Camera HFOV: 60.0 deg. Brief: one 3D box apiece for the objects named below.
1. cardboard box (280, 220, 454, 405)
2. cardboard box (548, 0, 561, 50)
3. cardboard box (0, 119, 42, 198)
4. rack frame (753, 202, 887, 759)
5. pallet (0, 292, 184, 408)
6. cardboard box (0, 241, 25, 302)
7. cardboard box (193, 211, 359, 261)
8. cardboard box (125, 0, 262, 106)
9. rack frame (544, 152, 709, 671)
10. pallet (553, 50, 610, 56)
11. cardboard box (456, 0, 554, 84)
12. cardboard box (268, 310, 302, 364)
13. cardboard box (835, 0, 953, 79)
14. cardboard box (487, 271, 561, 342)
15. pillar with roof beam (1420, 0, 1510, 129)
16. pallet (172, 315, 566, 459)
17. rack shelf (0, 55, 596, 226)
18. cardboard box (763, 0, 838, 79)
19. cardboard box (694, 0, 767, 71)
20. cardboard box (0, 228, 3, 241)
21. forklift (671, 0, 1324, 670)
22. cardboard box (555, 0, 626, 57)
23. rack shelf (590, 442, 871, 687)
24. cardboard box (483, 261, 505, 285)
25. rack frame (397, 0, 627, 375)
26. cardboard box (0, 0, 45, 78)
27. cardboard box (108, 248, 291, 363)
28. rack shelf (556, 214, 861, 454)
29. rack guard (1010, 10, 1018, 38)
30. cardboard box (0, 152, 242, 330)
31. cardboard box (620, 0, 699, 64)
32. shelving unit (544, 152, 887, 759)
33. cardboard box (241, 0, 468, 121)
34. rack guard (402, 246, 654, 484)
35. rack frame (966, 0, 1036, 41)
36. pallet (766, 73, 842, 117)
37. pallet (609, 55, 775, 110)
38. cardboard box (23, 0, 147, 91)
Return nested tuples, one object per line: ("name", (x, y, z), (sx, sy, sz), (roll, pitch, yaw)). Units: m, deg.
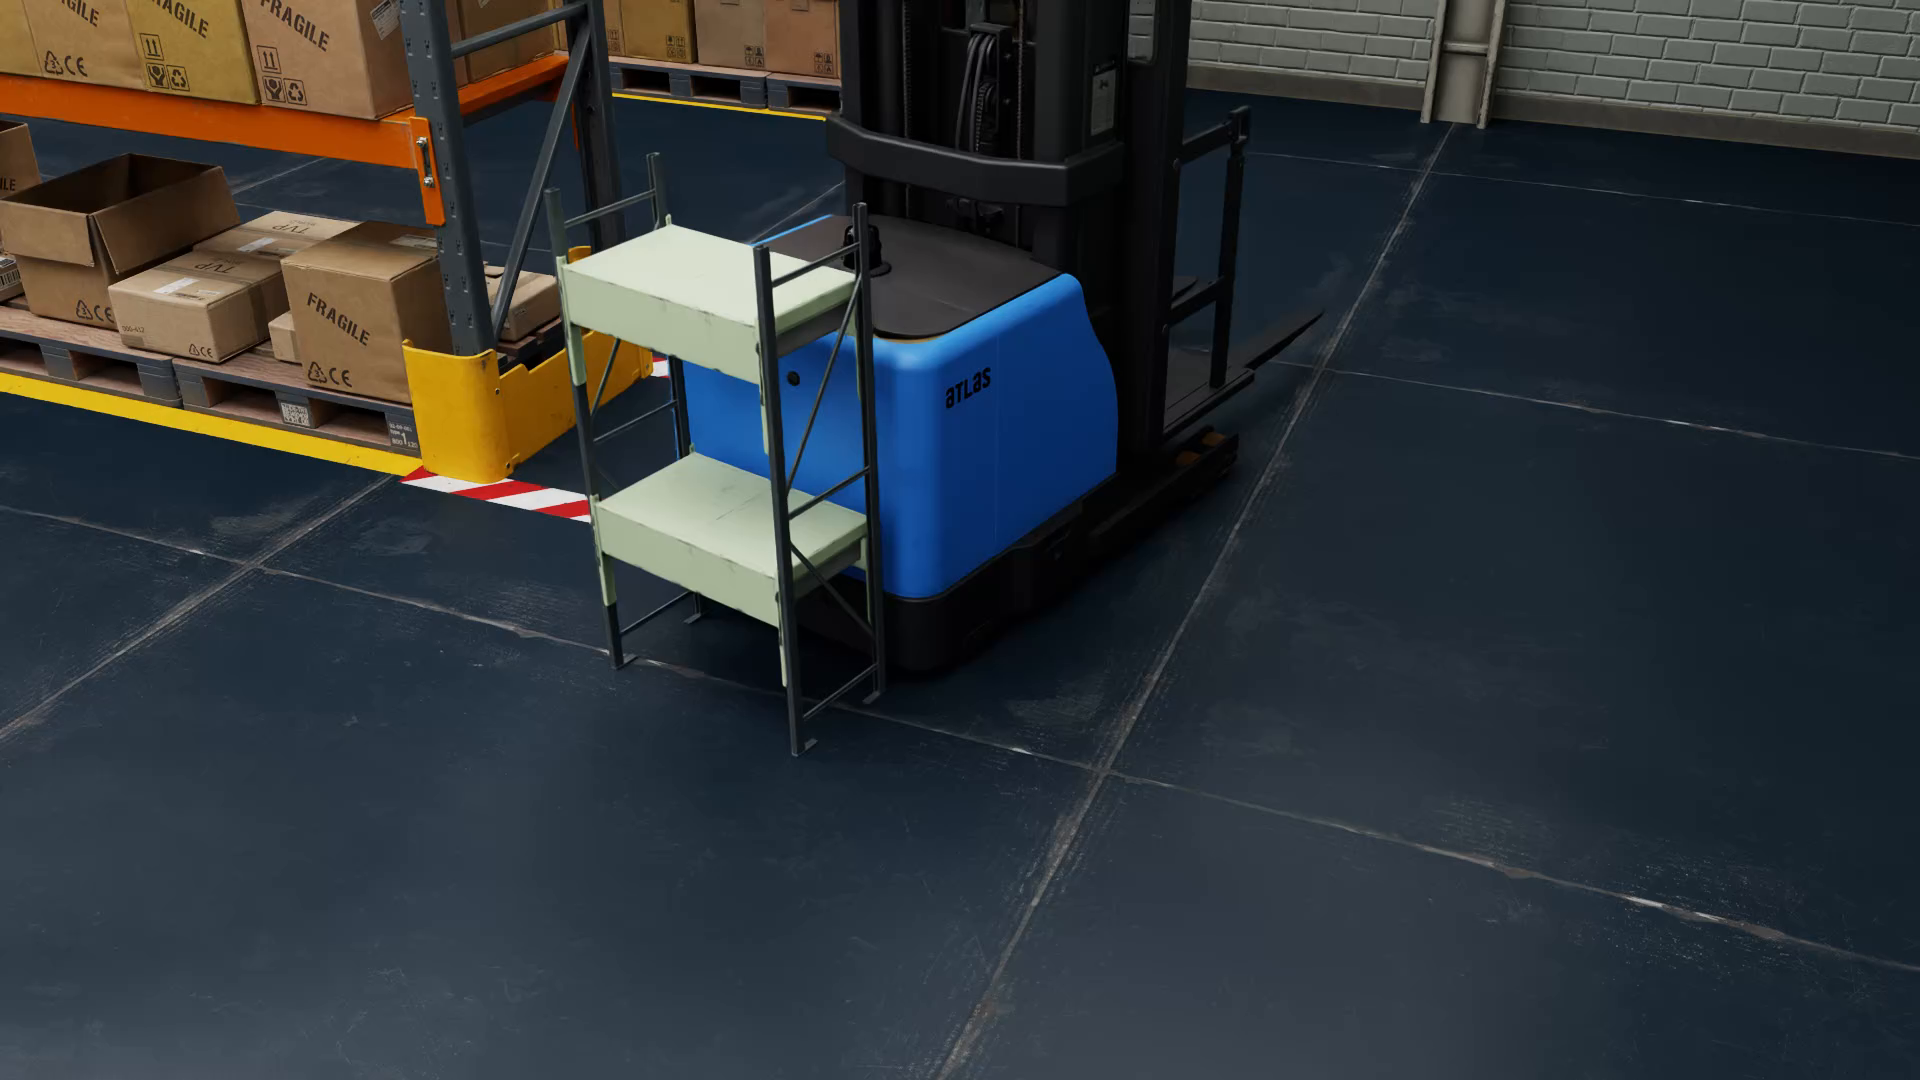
("cardboard box", (-2.176, -0.878, 6.348), (0.500, 0.500, 0.500), (11, 31, 19))
("cardboard box", (-2.773, -3.695, 11.352), (0.500, 0.500, 0.700), (12, 32, 20))
("cardboard box", (-4.652, -1.653, 7.720), (0.500, 0.500, 0.500), (11, 31, 19))
("rack frame", (-0.353, -0.120, 4.429), (0.023, 1.500, 0.400), (20, 36, 31))
("pallet", (-3.516, -0.960, 7.233), (1.213, 0.211, 1.003), (11, 31, 19))
("cardboard box", (-4.174, -1.152, 7.173), (0.250, 0.166, 0.380), (11, 31, 19))
("cardboard box", (-2.904, -1.196, 7.164), (0.500, 0.250, 0.500), (11, 31, 19))
("cardboard box", (-2.579, -1.883, 5.931), (0.500, 0.500, 0.500), (12, 31, 20))
("rack frame", (-0.940, -0.335, 4.810), (0.023, 1.500, 0.400), (20, 36, 31))
("pallet", (-2.752, -3.395, 11.542), (1.213, 0.211, 1.003), (11, 31, 19))
("cardboard box", (-1.892, -2.032, 6.195), (0.500, 0.500, 0.500), (12, 32, 20))
("cardboard box", (-2.518, -0.848, 6.635), (0.250, 0.166, 0.380), (11, 31, 19))
("cardboard box", (-0.407, -3.224, 10.519), (0.500, 0.500, 0.700), (11, 31, 19))
("cardboard box", (-1.839, -0.971, 6.869), (0.250, 0.149, 0.380), (11, 31, 19))
("pillar with roof beam", (1.488, -4.589, 4.724), (0.400, 9.000, 9.100), (11, 31, 19))
("pallet", (-2.390, -0.733, 6.833), (1.213, 0.211, 1.003), (11, 31, 19))
("rack shelf", (-3.433, -1.843, 6.693), (4.000, 0.370, 1.077), (11, 31, 19))
("cardboard box", (-0.871, -3.317, 10.683), (0.500, 0.500, 0.700), (11, 31, 19))
("cardboard box", (-1.337, -3.409, 10.847), (0.500, 0.500, 0.700), (10, 31, 17))
("cardboard box", (-3.957, -1.432, 7.521), (0.500, 0.311, 0.500), (11, 31, 19))
("forklift", (0.375, -1.559, 5.530), (1.130, 2.935, 3.031), (20, 35, 31))
("cardboard box", (-2.309, -3.601, 11.185), (0.500, 0.500, 0.700), (11, 31, 19))
("rack shelf", (-0.643, 0.054, 4.784), (0.720, 0.370, 0.431), (20, 36, 31))
("cardboard box", (-2.070, -1.025, 6.947), (0.250, 0.166, 0.380), (11, 31, 19))
("rack frame", (-1.580, -1.786, 5.862), (0.127, 3.000, 1.000), (11, 31, 19))
("cardboard box", (-3.507, -2.071, 6.264), (0.500, 0.500, 0.500), (11, 31, 18))
("cardboard box", (-3.045, -0.958, 6.744), (0.500, 0.250, 0.500), (11, 31, 19))
("rack shelf", (-0.651, -0.564, 4.423), (0.720, 0.370, 0.431), (20, 36, 31))
("rack guard", (0.301, -2.953, 10.466), (0.348, 0.500, 1.175), (11, 31, 19))
("cardboard box", (-3.544, -1.286, 7.066), (0.637, 0.503, 0.797), (11, 31, 19))
("cardboard box", (-1.834, -3.505, 11.015), (0.500, 0.500, 0.700), (12, 32, 20))
("shelving unit", (-0.647, -0.227, 4.619), (0.755, 1.500, 0.431), (20, 36, 31))
("cardboard box", (-2.097, -1.788, 5.764), (0.500, 0.500, 0.500), (12, 32, 21))
("rack guard", (-1.650, -0.712, 6.502), (0.348, 0.500, 1.175), (11, 31, 19))
("rack frame", (0.279, -4.045, 9.859), (0.127, 3.000, 1.000), (11, 31, 19))
("pallet", (-0.491, -2.944, 10.744), (1.213, 0.211, 1.003), (11, 31, 19))
("pallet", (-1.618, -3.170, 11.144), (1.213, 0.211, 1.003), (11, 31, 19))
("cardboard box", (-3.040, -1.978, 6.099), (0.500, 0.500, 0.500), (12, 31, 20))
